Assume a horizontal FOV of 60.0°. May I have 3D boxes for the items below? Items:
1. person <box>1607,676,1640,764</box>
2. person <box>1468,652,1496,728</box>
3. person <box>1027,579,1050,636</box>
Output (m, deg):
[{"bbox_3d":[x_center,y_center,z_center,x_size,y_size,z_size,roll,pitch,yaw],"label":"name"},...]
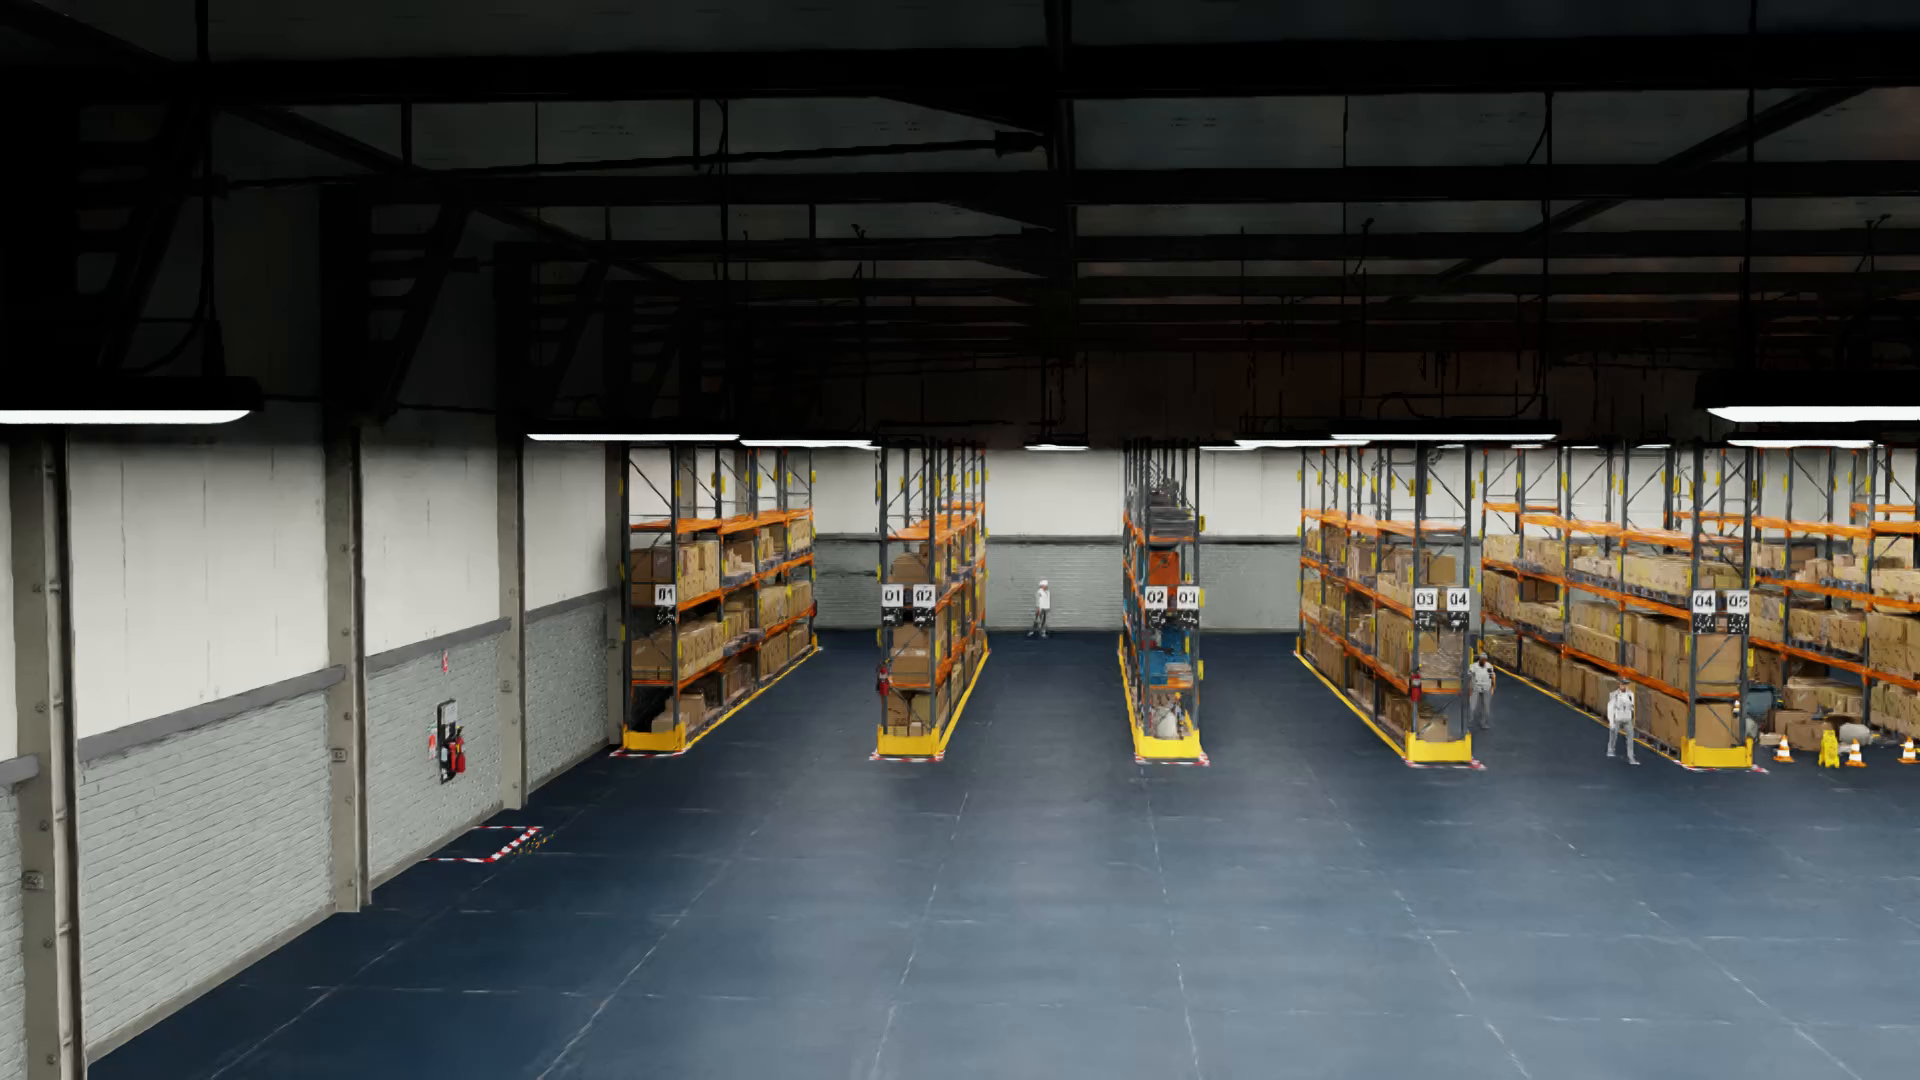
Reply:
[{"bbox_3d":[12.147,3.274,30.542,0.495,1.587,1.086,0,3,7],"label":"person"},{"bbox_3d":[10.724,3.091,34.283,0.625,1.611,0.582,0,3,2],"label":"person"},{"bbox_3d":[2.446,2.099,51.379,0.728,1.765,0.512,-2,4,-39],"label":"person"}]
